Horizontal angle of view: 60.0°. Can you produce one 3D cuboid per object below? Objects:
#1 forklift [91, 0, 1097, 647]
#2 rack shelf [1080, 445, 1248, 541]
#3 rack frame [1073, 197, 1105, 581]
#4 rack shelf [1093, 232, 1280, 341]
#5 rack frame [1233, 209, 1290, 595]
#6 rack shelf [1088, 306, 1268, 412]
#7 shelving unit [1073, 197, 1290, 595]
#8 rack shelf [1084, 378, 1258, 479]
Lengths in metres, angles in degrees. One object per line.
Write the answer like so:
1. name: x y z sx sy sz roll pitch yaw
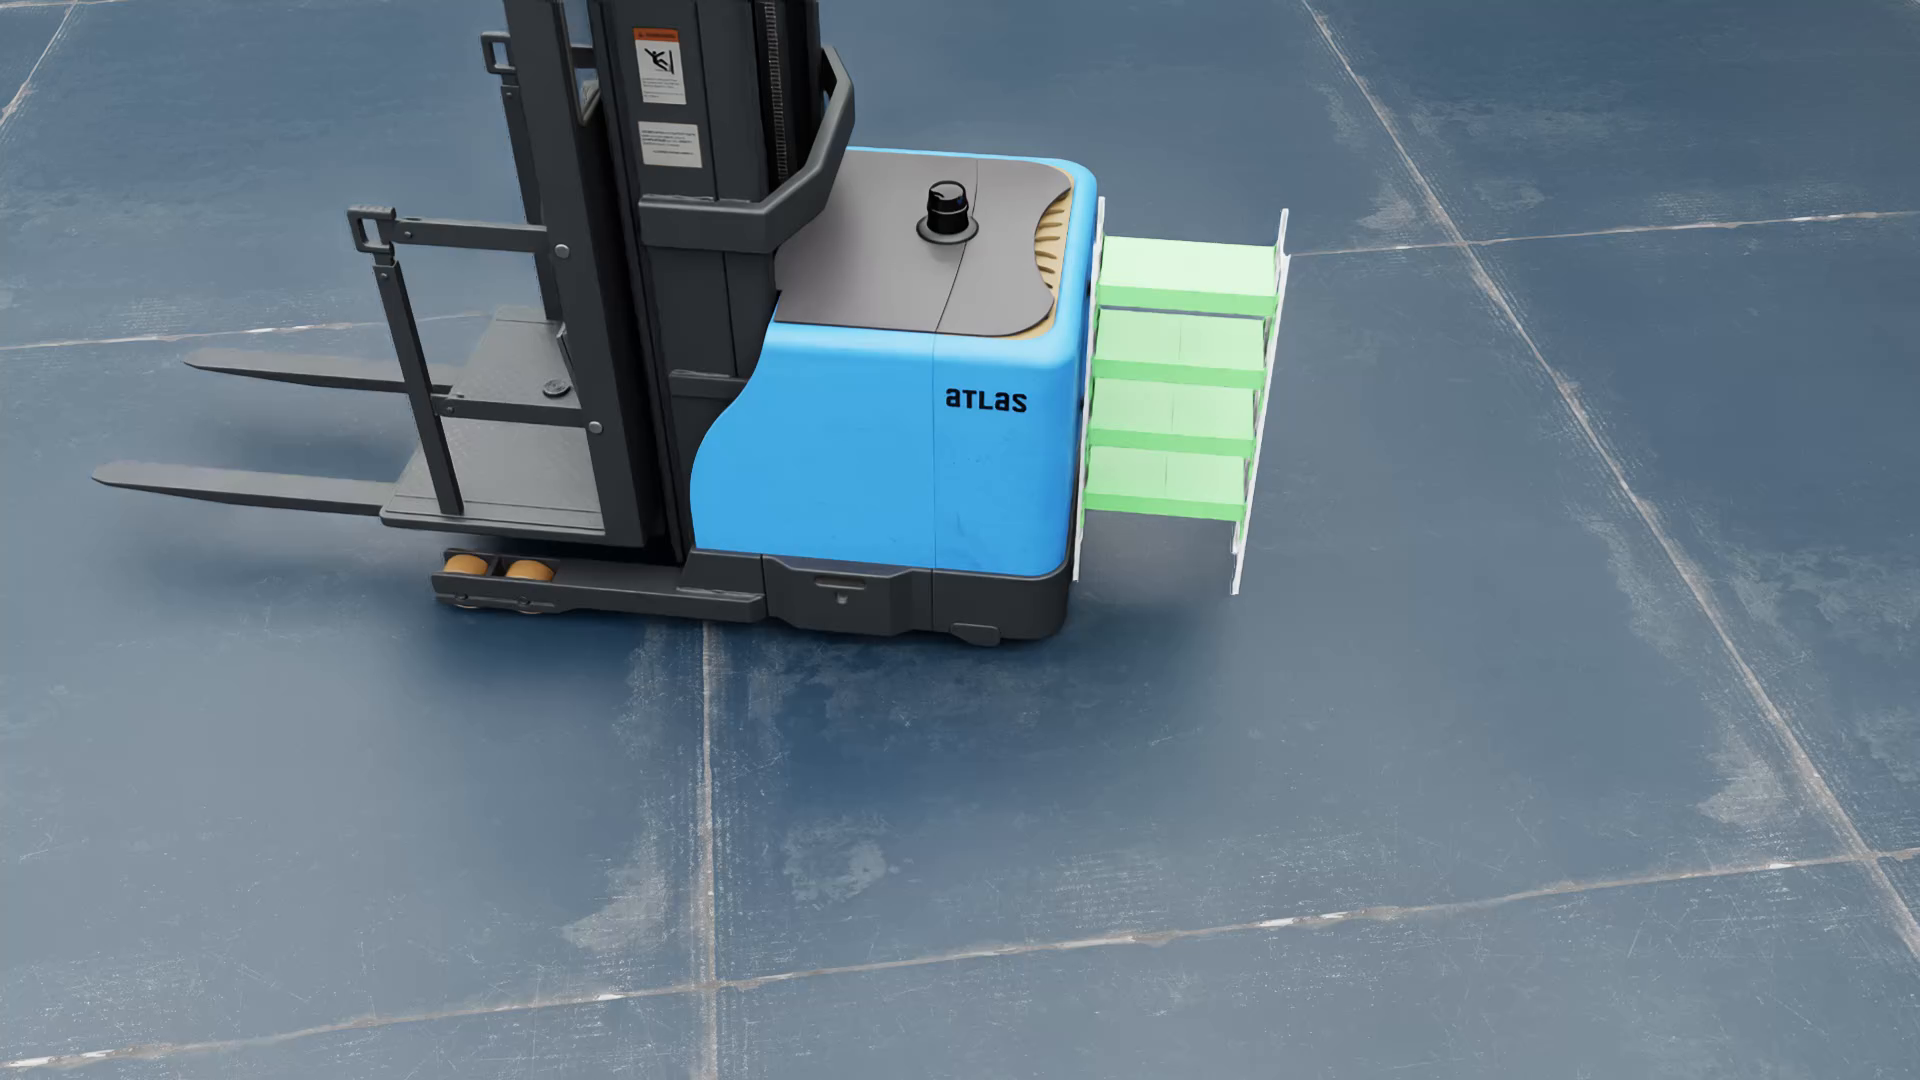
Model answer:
1. forklift: -1.141 -1.211 4.405 3.031 2.935 1.130 5 42 5
2. rack shelf: 0.611 -0.153 4.977 0.480 0.148 0.258 5 42 5
3. rack frame: 0.369 -0.398 4.796 0.015 1.200 0.240 5 42 5
4. rack shelf: 0.611 -0.687 4.495 0.480 0.148 0.258 5 42 5
5. rack frame: 0.853 -0.358 4.751 0.015 1.200 0.240 5 42 5
6. rack shelf: 0.611 -0.509 4.656 0.480 0.148 0.258 5 42 5
7. shelving unit: 0.611 -0.378 4.773 0.503 1.200 0.258 5 42 5
8. rack shelf: 0.611 -0.331 4.816 0.480 0.148 0.258 5 42 5
